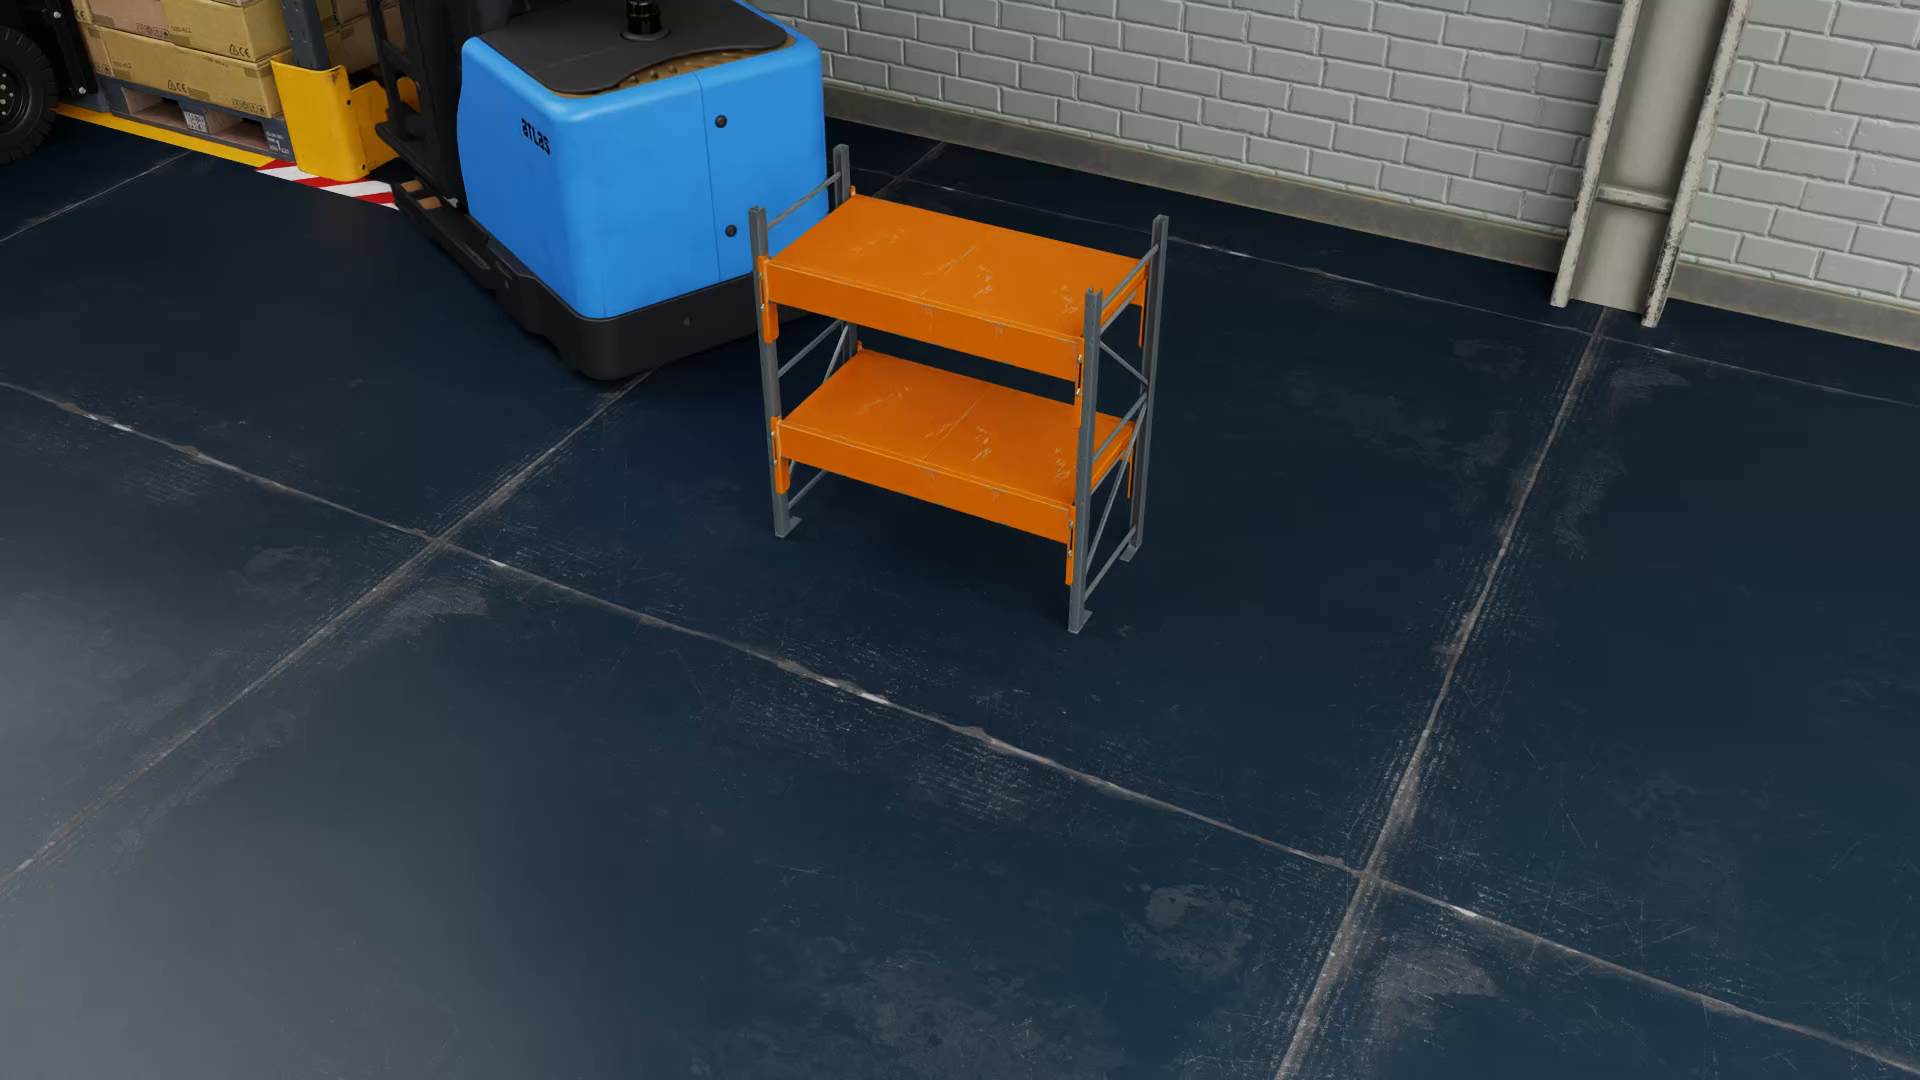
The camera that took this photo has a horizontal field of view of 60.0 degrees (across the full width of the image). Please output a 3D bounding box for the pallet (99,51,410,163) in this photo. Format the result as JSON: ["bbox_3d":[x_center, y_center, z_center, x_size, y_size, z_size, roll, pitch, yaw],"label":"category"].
[{"bbox_3d":[-3.288,-2.207,7.983,1.213,0.211,1.003,17,41,21],"label":"pallet"}]

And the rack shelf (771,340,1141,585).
[{"bbox_3d":[-0.006,-0.255,5.060,1.000,0.278,0.538,17,41,21],"label":"rack shelf"}]

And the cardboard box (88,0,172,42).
[{"bbox_3d":[-3.606,-2.511,7.591,0.500,0.250,0.500,17,40,21],"label":"cardboard box"}]

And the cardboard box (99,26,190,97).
[{"bbox_3d":[-3.589,-2.304,7.731,0.500,0.250,0.500,17,41,21],"label":"cardboard box"}]

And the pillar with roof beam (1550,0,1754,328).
[{"bbox_3d":[0.555,-2.215,0.725,0.400,9.000,9.100,17,41,21],"label":"pillar with roof beam"}]

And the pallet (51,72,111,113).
[{"bbox_3d":[-4.367,-2.547,8.431,1.213,0.211,1.003,17,41,21],"label":"pallet"}]

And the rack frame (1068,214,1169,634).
[{"bbox_3d":[0.445,-0.309,4.726,0.032,1.125,0.500,17,41,21],"label":"rack frame"}]

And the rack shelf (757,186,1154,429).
[{"bbox_3d":[-0.006,-0.683,4.735,1.000,0.278,0.538,17,41,21],"label":"rack shelf"}]

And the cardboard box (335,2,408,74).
[{"bbox_3d":[-2.936,-2.441,7.912,0.500,0.250,0.500,18,41,22],"label":"cardboard box"}]

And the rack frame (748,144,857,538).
[{"bbox_3d":[-0.457,-0.591,5.099,0.032,1.125,0.500,17,41,21],"label":"rack frame"}]

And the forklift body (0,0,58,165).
[{"bbox_3d":[-5.112,-2.337,6.550,1.214,2.155,2.313,17,41,21],"label":"forklift body"}]

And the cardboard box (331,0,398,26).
[{"bbox_3d":[-2.912,-2.641,7.762,0.500,0.250,0.500,18,41,22],"label":"cardboard box"}]

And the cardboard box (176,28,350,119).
[{"bbox_3d":[-3.152,-2.161,7.542,0.500,0.250,0.500,18,41,22],"label":"cardboard box"}]

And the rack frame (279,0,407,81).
[{"bbox_3d":[-2.590,-3.128,6.889,0.127,3.000,1.000,17,41,21],"label":"rack frame"}]

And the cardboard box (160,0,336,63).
[{"bbox_3d":[-3.166,-2.366,7.400,0.500,0.250,0.500,17,40,21],"label":"cardboard box"}]

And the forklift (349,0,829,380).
[{"bbox_3d":[-1.735,-2.577,6.220,1.130,2.935,3.031,-24,43,-28],"label":"forklift"}]

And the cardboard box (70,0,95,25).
[{"bbox_3d":[-4.074,-2.644,7.765,0.500,0.250,0.500,16,40,20],"label":"cardboard box"}]

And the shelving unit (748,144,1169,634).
[{"bbox_3d":[-0.006,-0.450,4.912,1.048,1.125,0.538,17,41,21],"label":"shelving unit"}]

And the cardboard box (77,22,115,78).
[{"bbox_3d":[-4.029,-2.448,7.921,0.500,0.250,0.500,18,41,22],"label":"cardboard box"}]

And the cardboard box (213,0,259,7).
[{"bbox_3d":[-3.142,-2.558,7.239,0.500,0.250,0.500,19,41,23],"label":"cardboard box"}]

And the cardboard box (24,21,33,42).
[{"bbox_3d":[-4.501,-2.580,8.095,0.500,0.250,0.500,19,41,23],"label":"cardboard box"}]

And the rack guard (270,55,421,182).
[{"bbox_3d":[-2.568,-2.125,7.636,0.348,0.500,1.175,17,41,21],"label":"rack guard"}]
